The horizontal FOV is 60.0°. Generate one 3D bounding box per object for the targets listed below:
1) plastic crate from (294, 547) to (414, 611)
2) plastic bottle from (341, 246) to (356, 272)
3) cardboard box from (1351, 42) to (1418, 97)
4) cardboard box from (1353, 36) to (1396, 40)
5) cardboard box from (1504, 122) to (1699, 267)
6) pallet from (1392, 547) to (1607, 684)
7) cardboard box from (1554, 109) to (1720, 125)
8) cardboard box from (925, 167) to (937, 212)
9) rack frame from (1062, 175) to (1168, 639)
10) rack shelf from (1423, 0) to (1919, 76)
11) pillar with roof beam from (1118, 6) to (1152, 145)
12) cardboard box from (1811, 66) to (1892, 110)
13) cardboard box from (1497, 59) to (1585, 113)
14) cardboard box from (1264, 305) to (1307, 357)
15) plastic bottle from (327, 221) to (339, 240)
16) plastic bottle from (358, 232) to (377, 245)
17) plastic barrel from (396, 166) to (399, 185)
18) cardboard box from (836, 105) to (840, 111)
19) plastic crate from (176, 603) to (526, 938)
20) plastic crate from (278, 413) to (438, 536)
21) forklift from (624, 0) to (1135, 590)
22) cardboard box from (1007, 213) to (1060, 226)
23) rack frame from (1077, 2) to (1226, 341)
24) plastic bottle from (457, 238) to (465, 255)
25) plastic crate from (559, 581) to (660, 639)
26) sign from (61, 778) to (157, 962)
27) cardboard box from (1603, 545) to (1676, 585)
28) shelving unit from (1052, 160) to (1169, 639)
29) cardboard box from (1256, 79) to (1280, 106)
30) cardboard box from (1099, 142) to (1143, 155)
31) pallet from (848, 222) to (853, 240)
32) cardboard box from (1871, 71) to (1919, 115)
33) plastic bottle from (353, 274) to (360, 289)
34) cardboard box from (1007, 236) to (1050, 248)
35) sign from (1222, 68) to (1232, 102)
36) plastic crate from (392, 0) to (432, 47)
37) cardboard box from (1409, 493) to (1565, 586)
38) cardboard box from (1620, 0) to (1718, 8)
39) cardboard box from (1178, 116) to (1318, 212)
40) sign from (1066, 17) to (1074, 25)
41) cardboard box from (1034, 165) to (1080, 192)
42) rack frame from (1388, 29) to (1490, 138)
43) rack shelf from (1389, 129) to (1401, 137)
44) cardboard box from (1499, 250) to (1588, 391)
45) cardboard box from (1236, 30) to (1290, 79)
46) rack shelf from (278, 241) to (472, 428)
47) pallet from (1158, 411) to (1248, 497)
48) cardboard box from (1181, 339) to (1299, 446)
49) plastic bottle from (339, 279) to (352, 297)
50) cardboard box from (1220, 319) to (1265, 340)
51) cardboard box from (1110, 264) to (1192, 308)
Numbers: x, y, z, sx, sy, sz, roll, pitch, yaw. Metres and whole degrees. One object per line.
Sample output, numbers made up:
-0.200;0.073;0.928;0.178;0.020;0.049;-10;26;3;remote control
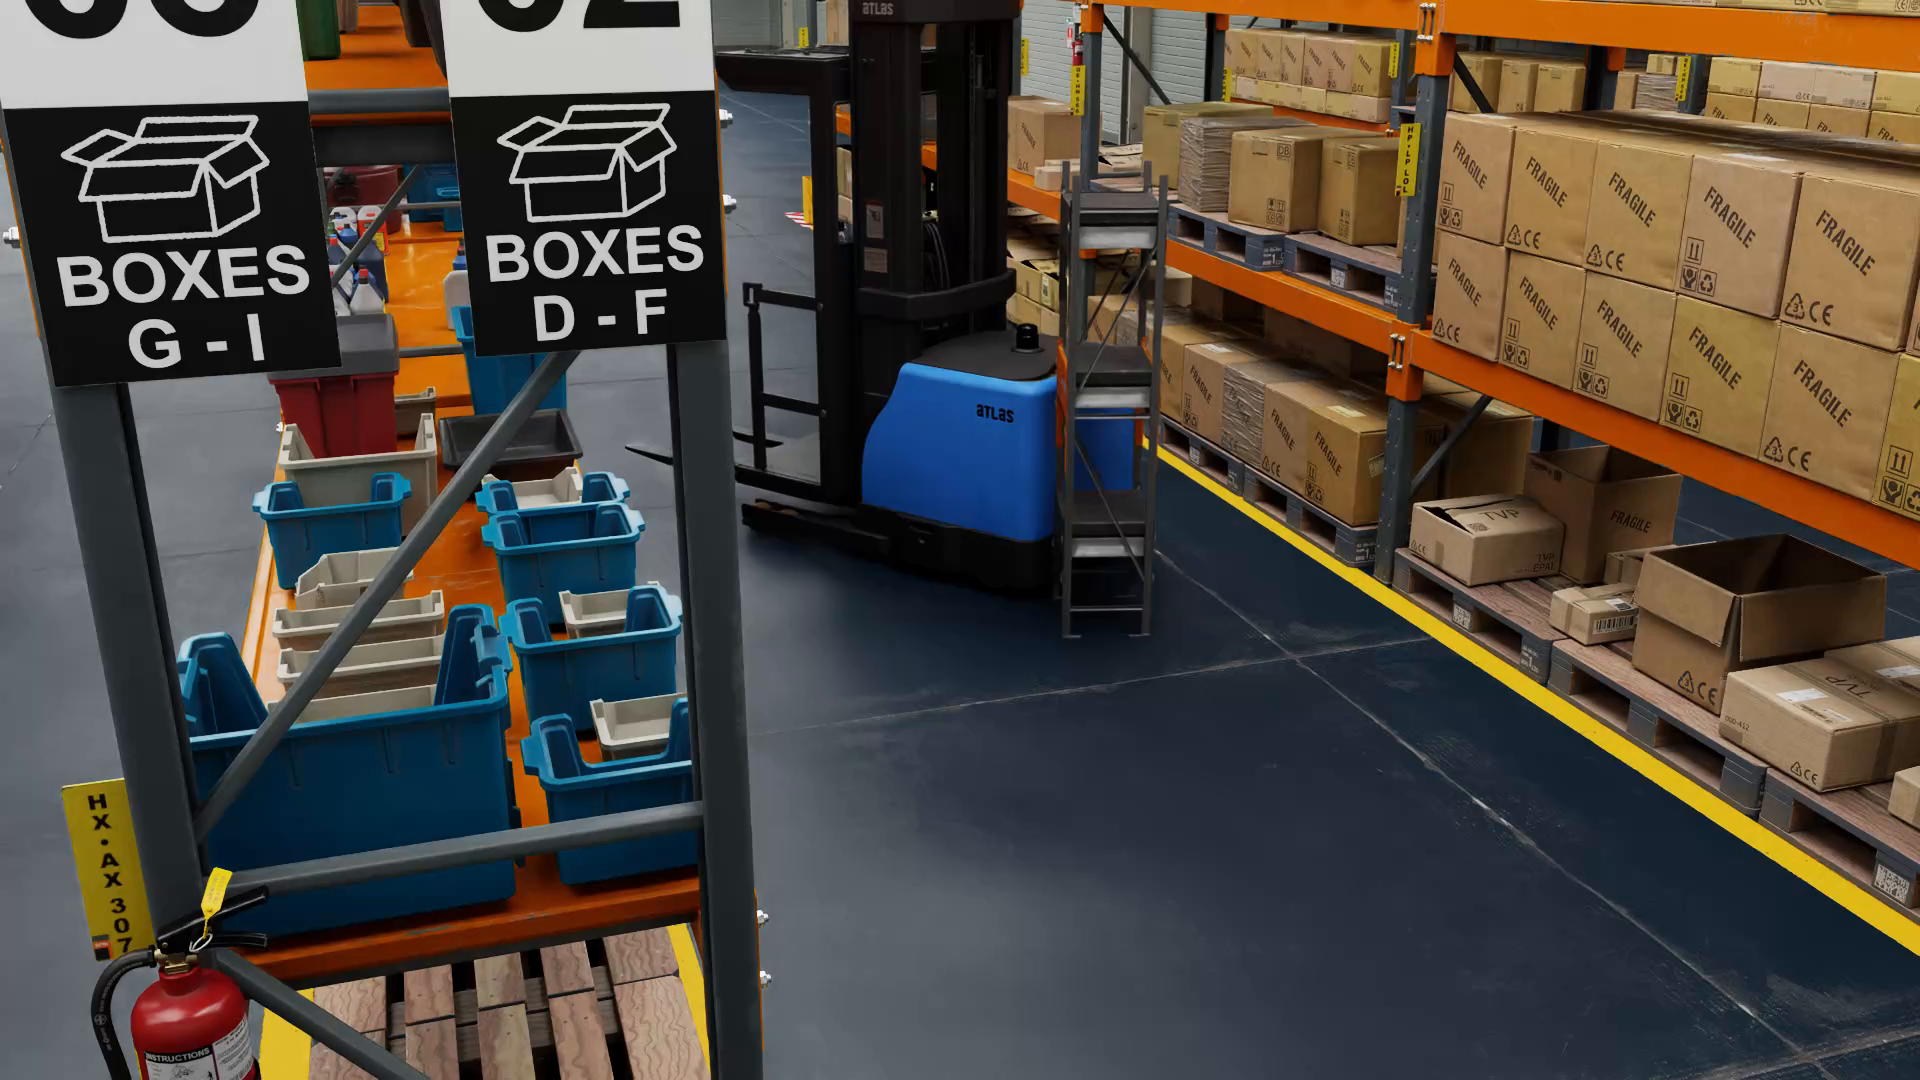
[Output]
-1.599;0.135;4.405;0.298;0.136;0.250;-6;21;-17;plastic crate
-3.122;-1.335;8.379;0.152;0.276;0.135;-6;21;-17;plastic bottle
4.319;-4.758;16.809;0.500;0.500;0.500;-6;21;-17;cardboard box
4.501;-5.139;17.870;0.500;0.500;0.500;-6;21;-16;cardboard box
2.618;-1.424;6.816;0.500;0.500;0.500;-7;21;-19;cardboard box
2.789;0.280;7.825;1.003;0.211;1.213;-6;21;-17;pallet
2.979;-1.636;7.406;0.500;0.500;0.500;-6;21;-17;cardboard box
-0.440;-3.364;16.182;0.500;0.500;0.500;-6;21;-17;cardboard box
0.671;-0.539;7.310;0.400;2.100;0.015;-1;20;-2;rack frame
3.203;-1.684;5.795;1.077;0.370;4.000;-6;21;-17;rack shelf
-1.428;-9.790;22.861;9.100;9.000;0.400;-6;21;-17;pillar with roof beam
6.247;-3.108;11.405;0.500;0.250;0.500;-6;21;-17;cardboard box
5.294;-4.047;14.947;0.700;0.500;0.500;-4;20;-10;cardboard box
2.181;-1.299;10.034;0.500;0.250;0.500;-7;21;-18;cardboard box
-3.413;-1.587;9.070;0.061;0.283;0.133;-6;21;-17;plastic bottle
-3.300;-1.615;9.271;0.097;0.201;0.097;0;20;0;plastic bottle
-4.045;-2.507;11.292;0.421;0.512;0.421;0;20;0;plastic barrel
-1.063;-5.000;18.251;0.700;0.500;0.500;-6;21;-17;cardboard box
-1.155;0.423;3.159;0.616;0.435;0.499;-6;21;-17;plastic crate
-1.824;-0.191;5.096;0.437;0.282;0.530;-6;21;-17;plastic crate
-0.565;-1.510;8.784;3.031;2.935;1.130;14;24;34;forklift
0.629;-2.722;14.674;0.500;0.311;0.500;-6;21;-16;cardboard box
1.317;-2.536;11.541;1.000;3.000;0.127;-6;21;-17;rack frame
-2.574;-1.431;8.635;0.061;0.283;0.133;-6;21;-17;plastic bottle
-0.873;0.208;4.201;0.250;0.136;0.298;-6;21;-17;plastic crate
-1.389;0.543;2.727;0.100;0.325;0.005;-6;21;-17;sign
3.197;0.148;7.632;0.380;0.149;0.250;-6;21;-17;cardboard box
0.664;-0.621;7.540;0.431;2.100;0.503;-1;20;-2;shelving unit
3.687;-5.051;18.733;0.500;0.250;0.500;-7;21;-18;cardboard box
1.220;-2.802;12.412;0.500;0.311;0.500;-7;21;-18;cardboard box
-0.538;-3.160;17.401;1.003;0.211;1.213;-6;21;-17;pallet
6.413;-2.945;10.951;0.500;0.250;0.500;-7;21;-18;cardboard box
-2.763;-1.101;7.734;0.097;0.271;0.097;0;20;0;plastic bottle
0.437;-2.335;13.598;0.500;0.311;0.500;-6;21;-16;cardboard box
1.829;-3.105;11.528;0.100;0.325;0.005;-6;21;-17;sign
-1.091;-1.346;3.881;0.504;0.338;0.767;-6;21;-17;plastic crate
2.501;-0.037;7.908;0.500;0.311;0.500;-6;21;-17;cardboard box
2.801;-2.090;6.083;0.500;0.250;0.500;-6;21;-17;cardboard box
1.728;-2.277;10.050;0.700;0.500;0.500;-3;20;-7;cardboard box
1.836;-8.673;27.789;0.001;0.109;0.331;-6;21;-17;sign
0.772;-2.678;12.305;0.380;0.149;0.250;-6;21;-17;cardboard box
4.761;-4.348;16.583;1.000;3.000;0.127;-6;21;-17;rack frame
5.390;-3.367;14.918;1.077;0.370;4.000;-6;21;-17;rack shelf
2.640;-0.943;6.958;0.500;0.500;0.500;-6;21;-16;cardboard box
3.514;-5.578;19.092;0.500;0.500;0.500;-6;21;-17;cardboard box
-2.758;-1.031;8.414;1.077;0.370;4.000;-6;21;-17;rack shelf
1.895;-0.590;10.246;1.003;0.211;1.213;-6;21;-17;pallet
1.680;-0.895;10.017;0.500;0.500;0.500;-7;21;-19;cardboard box
-2.834;-1.041;7.560;0.152;0.276;0.135;-6;21;-17;plastic bottle
1.996;-1.126;10.660;0.500;0.500;0.500;-7;21;-19;cardboard box
1.431;-1.903;12.395;0.500;0.311;0.500;-6;21;-15;cardboard box
